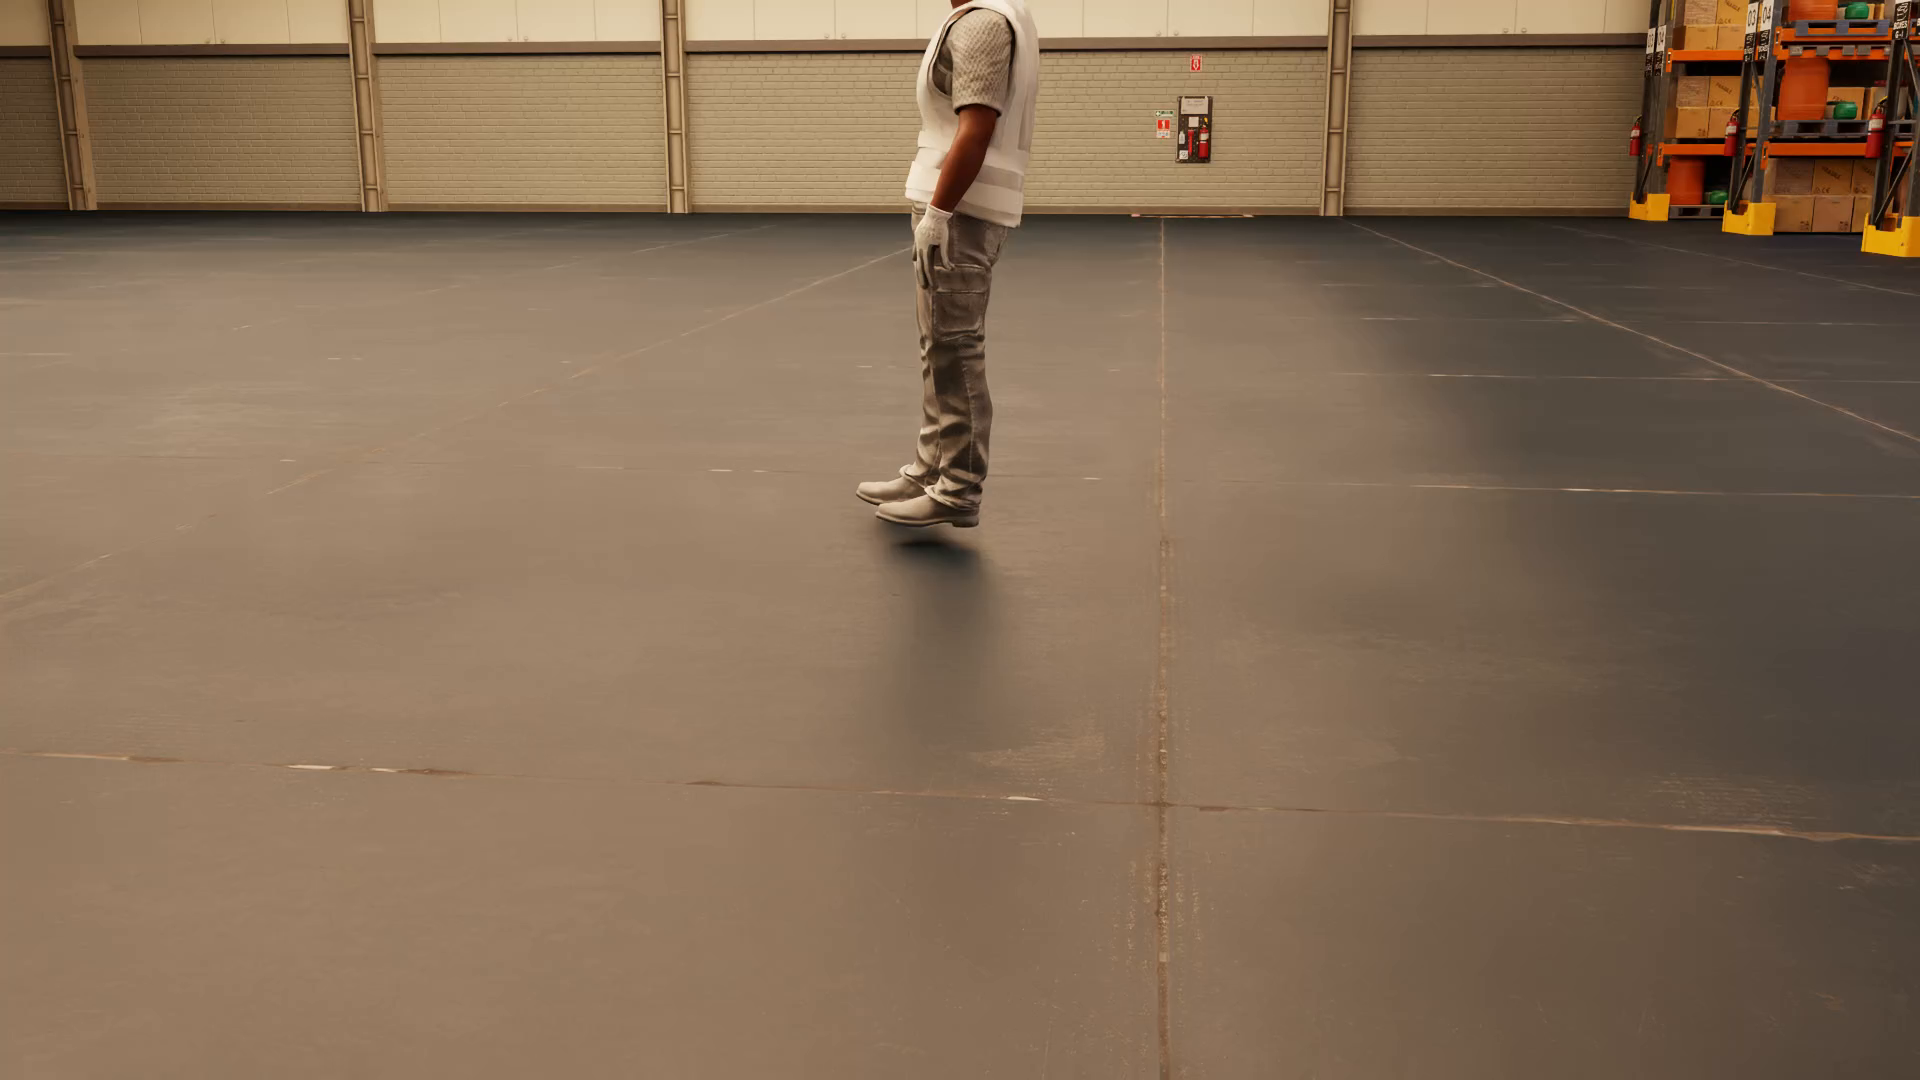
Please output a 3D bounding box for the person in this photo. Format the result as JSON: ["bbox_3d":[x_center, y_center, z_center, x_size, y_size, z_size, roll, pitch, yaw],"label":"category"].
[{"bbox_3d":[-0.070,-0.919,4.750,0.577,1.781,0.656,2,13,7],"label":"person"}]
